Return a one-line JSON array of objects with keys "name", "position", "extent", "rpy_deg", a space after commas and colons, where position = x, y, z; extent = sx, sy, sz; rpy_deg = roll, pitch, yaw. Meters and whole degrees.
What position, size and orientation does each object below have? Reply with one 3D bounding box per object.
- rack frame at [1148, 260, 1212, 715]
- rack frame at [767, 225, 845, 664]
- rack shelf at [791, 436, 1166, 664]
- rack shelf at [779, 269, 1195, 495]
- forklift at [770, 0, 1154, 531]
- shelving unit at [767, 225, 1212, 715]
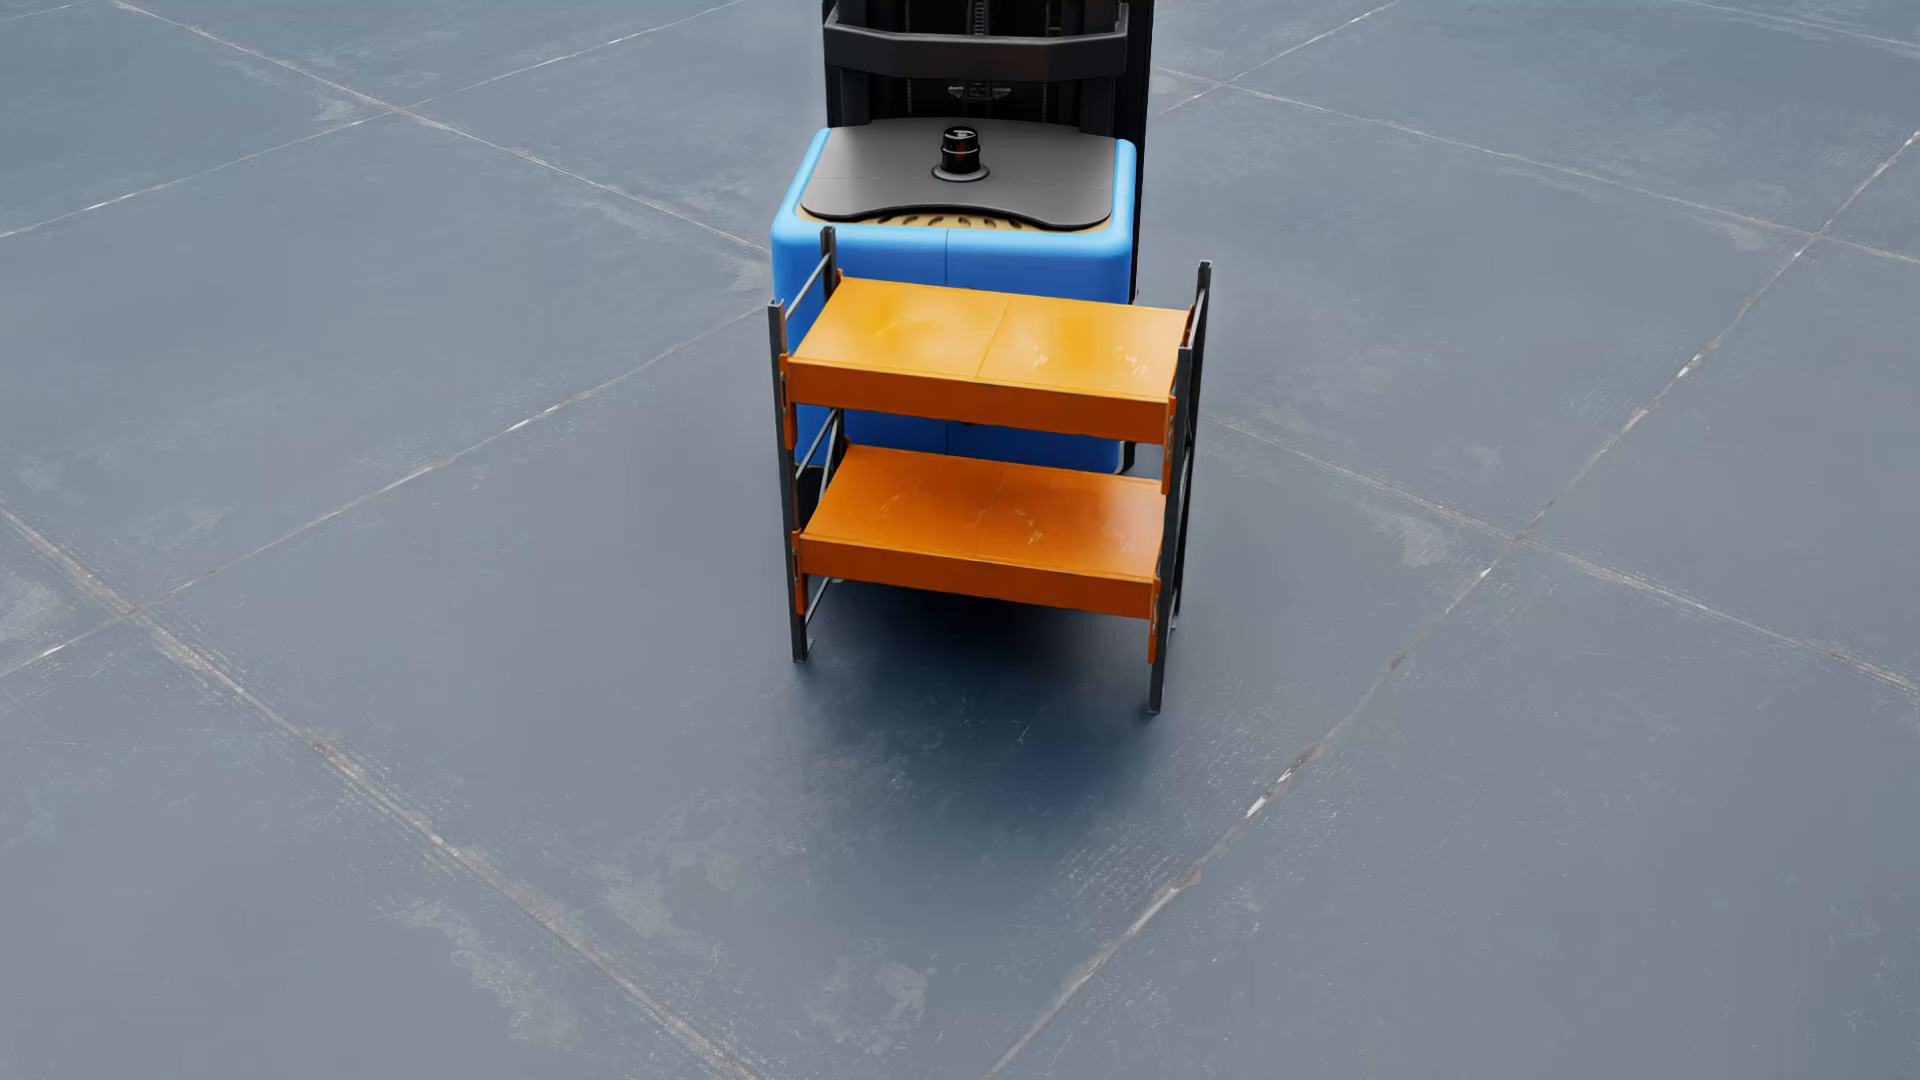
[{"name": "rack frame", "position": [0.585, -0.125, 4.438], "extent": [0.032, 1.125, 0.500], "rpy_deg": [7, 35, 10]}, {"name": "rack frame", "position": [-0.407, -0.251, 4.623], "extent": [0.032, 1.125, 0.500], "rpy_deg": [7, 35, 10]}, {"name": "rack shelf", "position": [0.089, 0.013, 4.669], "extent": [1.000, 0.278, 0.538], "rpy_deg": [7, 35, 10]}, {"name": "rack shelf", "position": [0.089, -0.430, 4.365], "extent": [1.000, 0.278, 0.538], "rpy_deg": [7, 35, 10]}, {"name": "forklift", "position": [0.116, -2.001, 5.575], "extent": [1.130, 2.935, 3.031], "rpy_deg": [3, 35, 5]}, {"name": "shelving unit", "position": [0.089, -0.188, 4.530], "extent": [1.048, 1.125, 0.538], "rpy_deg": [7, 35, 10]}]
